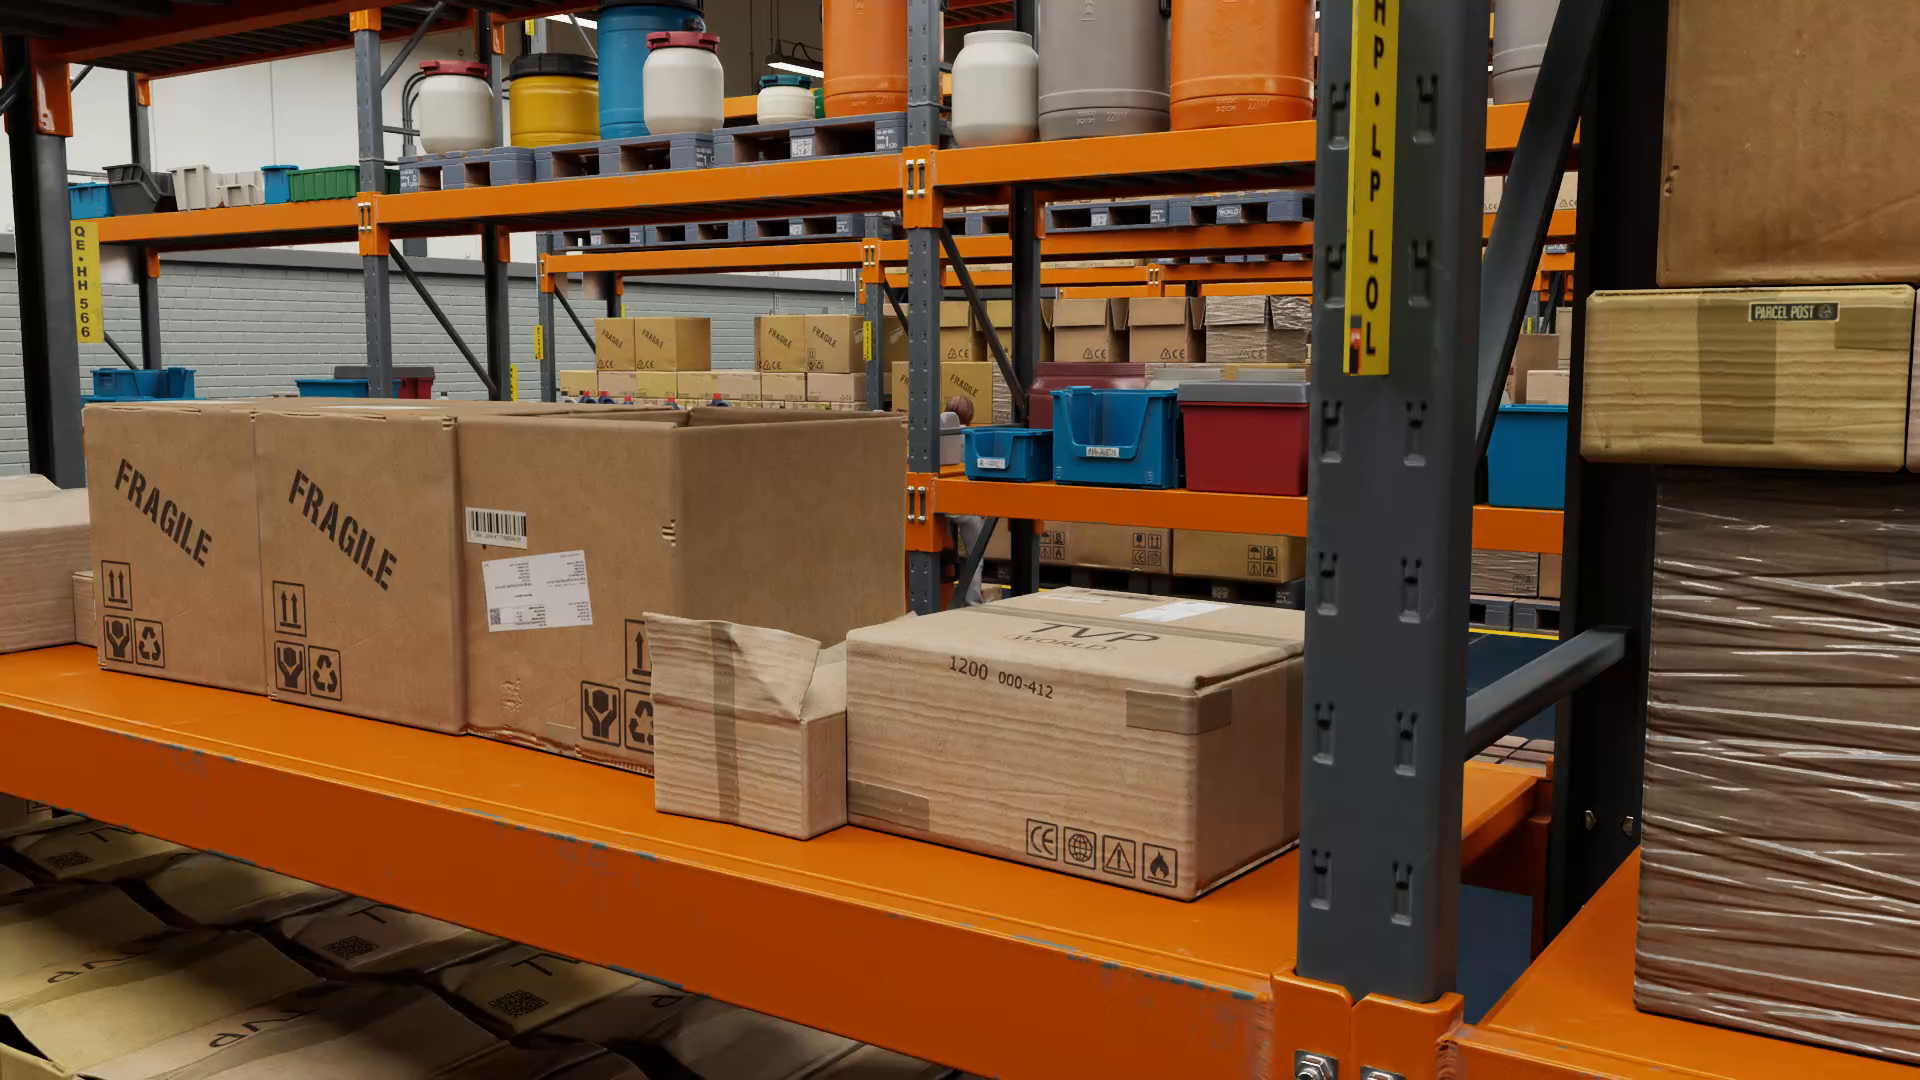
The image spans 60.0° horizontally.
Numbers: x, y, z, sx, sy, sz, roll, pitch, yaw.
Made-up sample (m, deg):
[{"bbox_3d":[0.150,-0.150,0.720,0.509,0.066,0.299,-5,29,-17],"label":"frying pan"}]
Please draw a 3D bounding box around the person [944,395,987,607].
[{"bbox_3d":[-0.006,-0.191,11.427,0.476,1.580,0.347,4,8,30],"label":"person"}]
